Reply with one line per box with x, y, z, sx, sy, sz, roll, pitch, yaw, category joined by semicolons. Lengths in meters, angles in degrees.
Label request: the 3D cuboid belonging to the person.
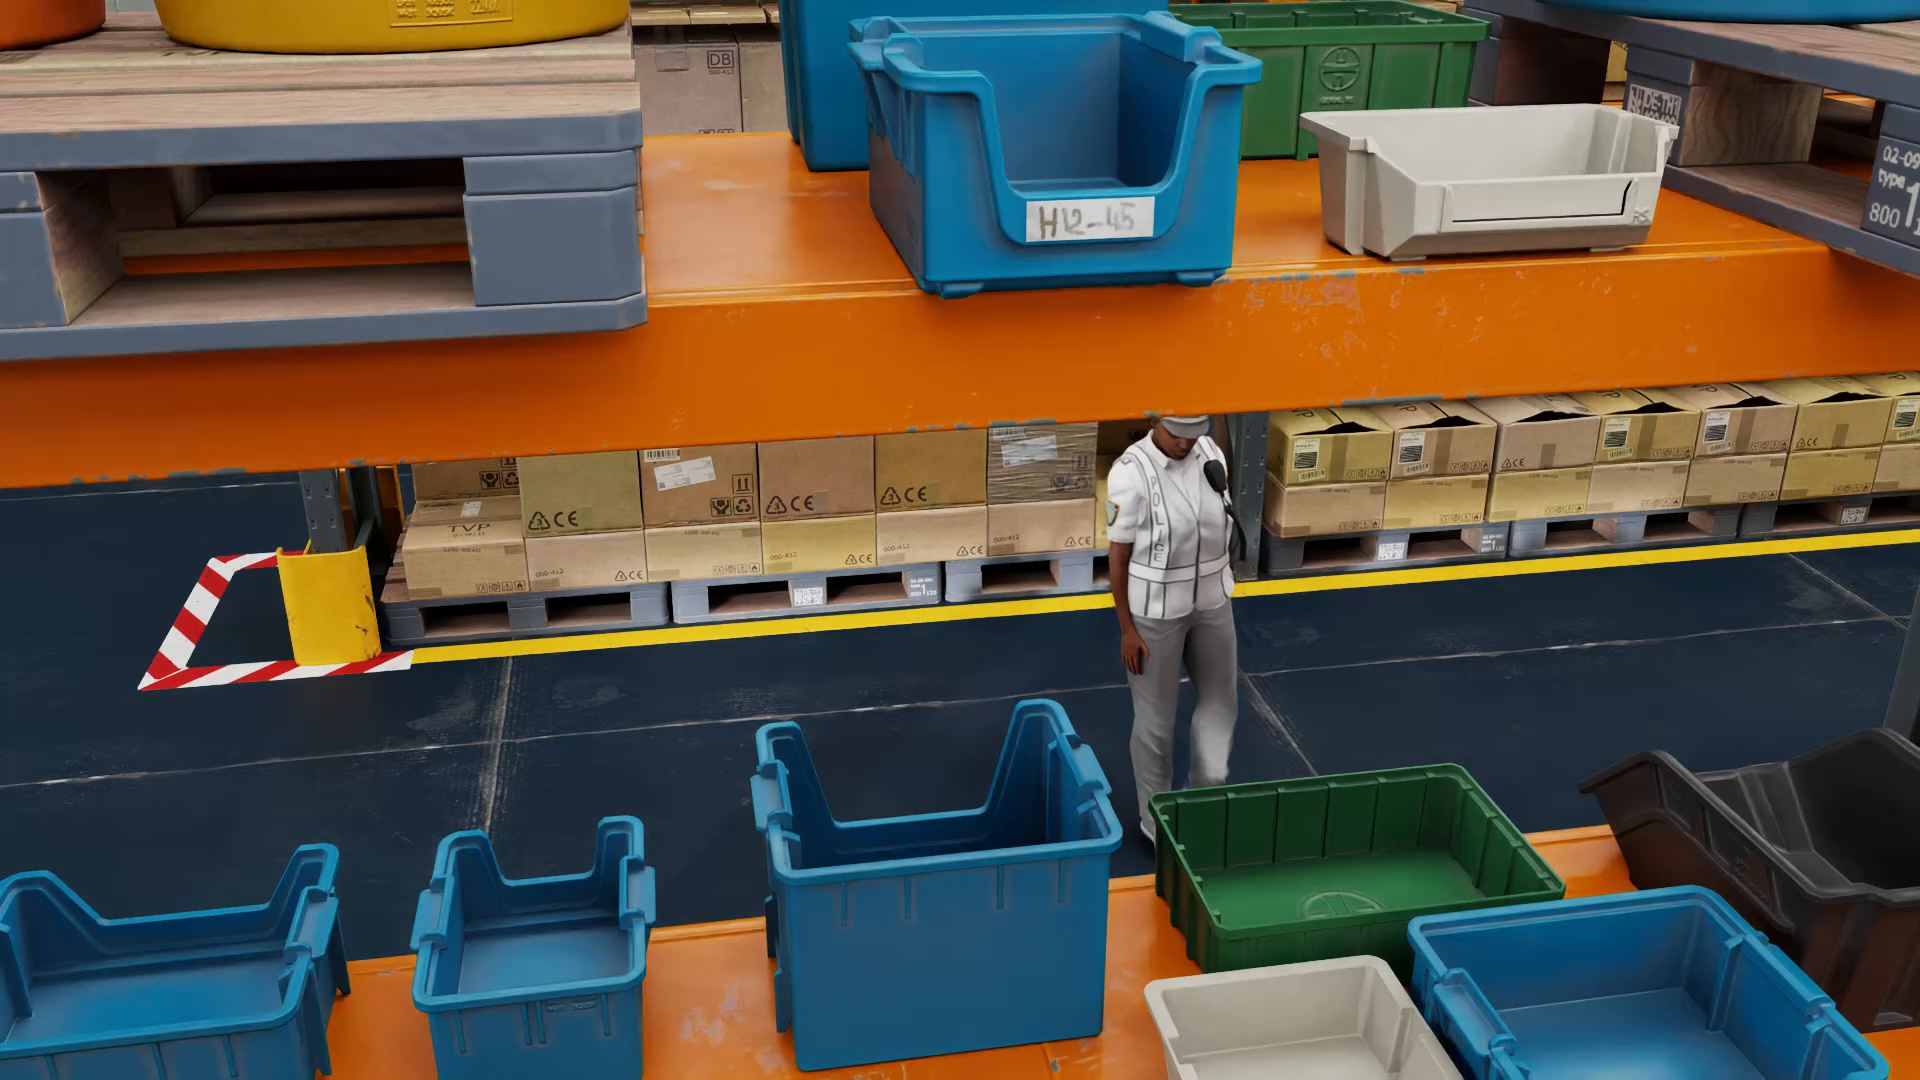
0.749;0.289;5.473;0.527;1.730;0.441;-10;25;-22;person
